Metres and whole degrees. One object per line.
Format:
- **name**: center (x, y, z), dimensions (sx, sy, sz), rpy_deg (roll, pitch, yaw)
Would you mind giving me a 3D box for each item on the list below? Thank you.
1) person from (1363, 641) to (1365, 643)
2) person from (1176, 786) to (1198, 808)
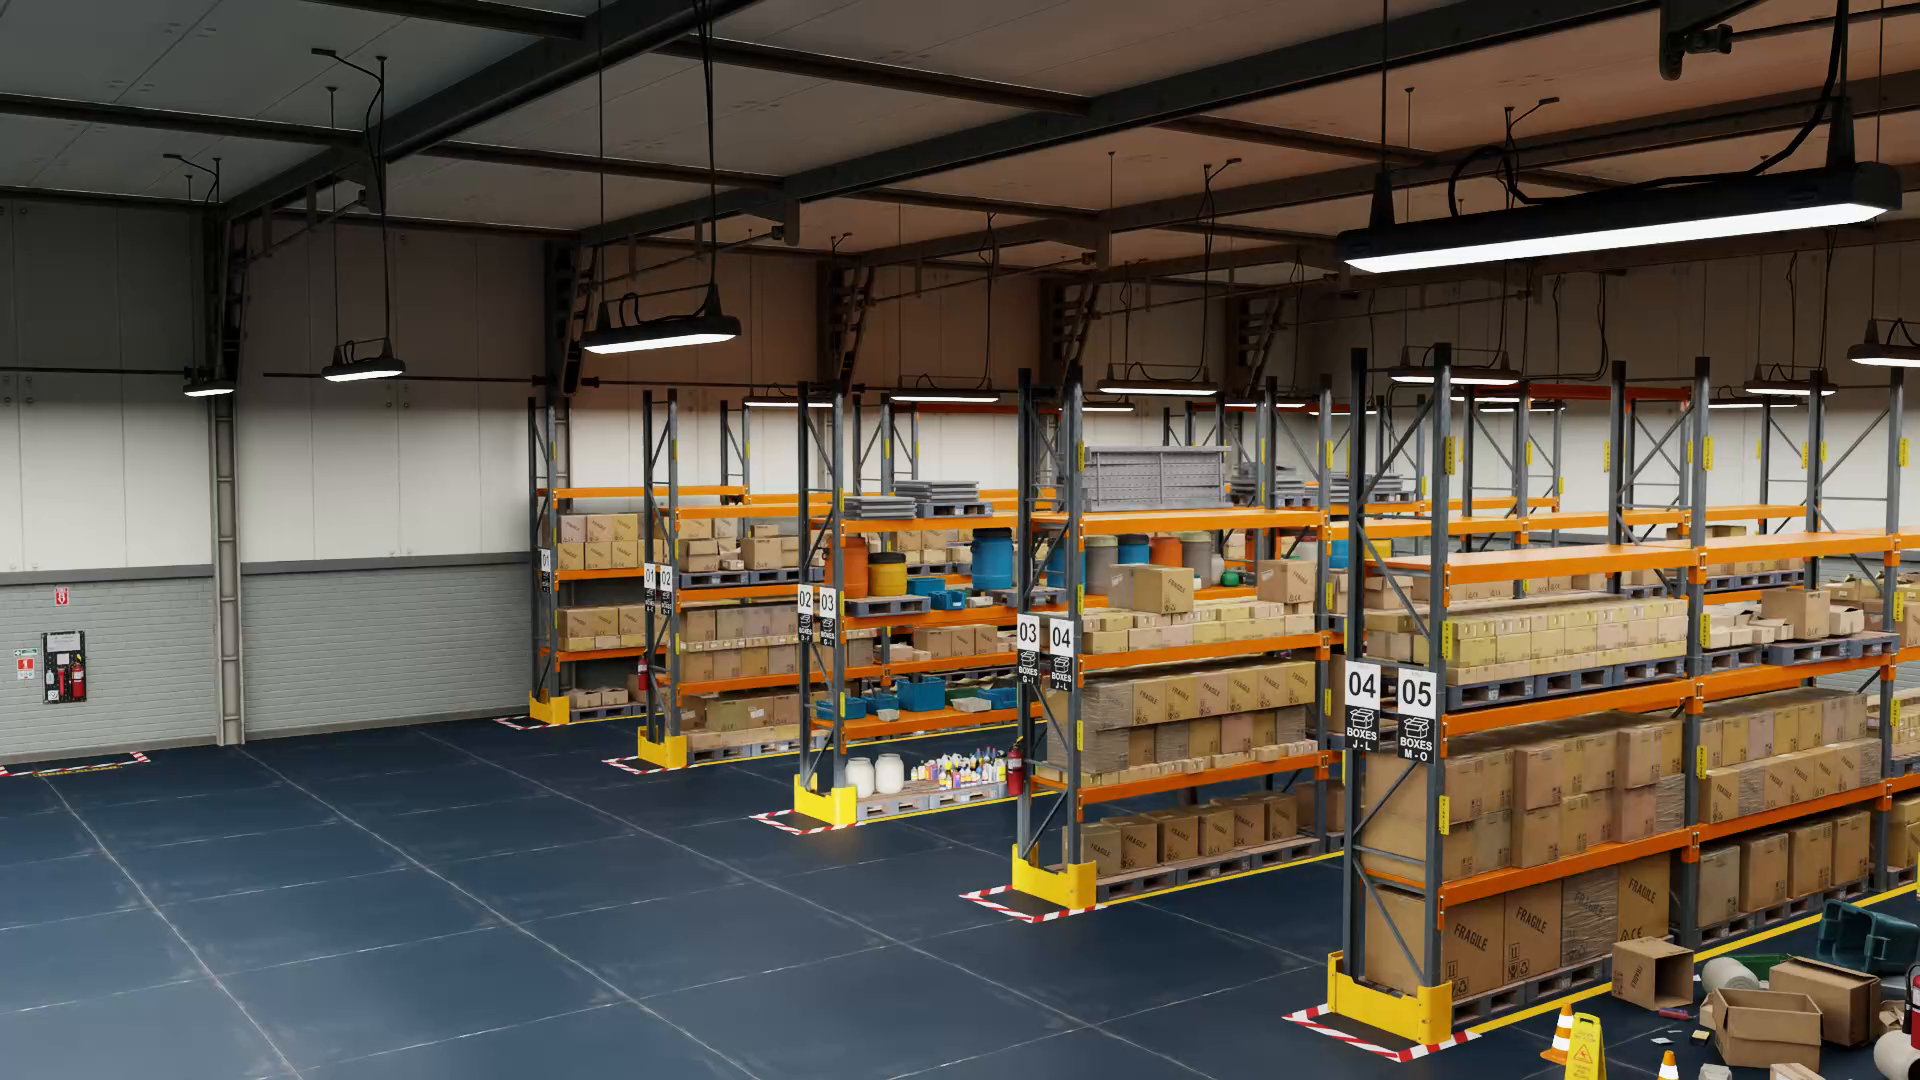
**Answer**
- **person**: center (7.604, 2.413, 31.282), dimensions (1.053, 1.725, 0.502), rpy_deg (-1, 4, -22)
- **person**: center (3.042, 2.975, 22.400), dimensions (0.393, 1.720, 0.563), rpy_deg (2, 4, 33)
